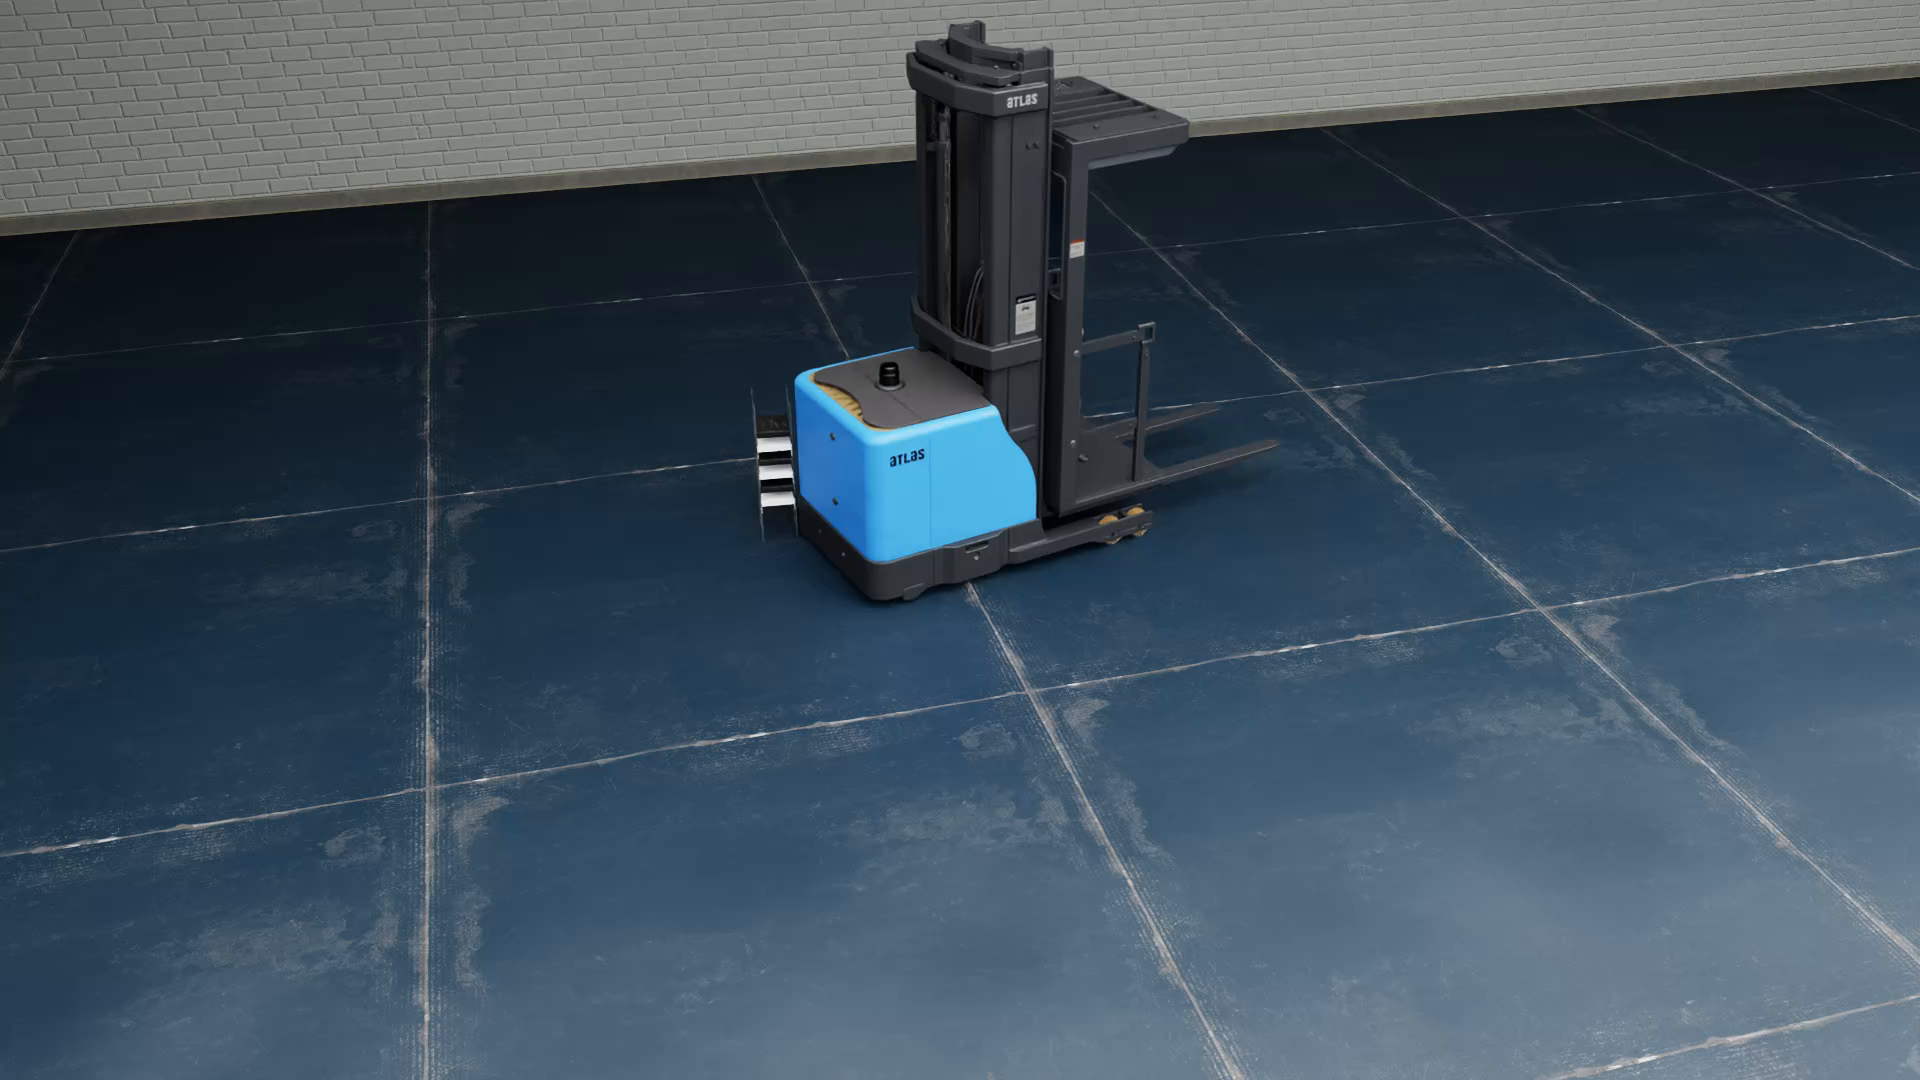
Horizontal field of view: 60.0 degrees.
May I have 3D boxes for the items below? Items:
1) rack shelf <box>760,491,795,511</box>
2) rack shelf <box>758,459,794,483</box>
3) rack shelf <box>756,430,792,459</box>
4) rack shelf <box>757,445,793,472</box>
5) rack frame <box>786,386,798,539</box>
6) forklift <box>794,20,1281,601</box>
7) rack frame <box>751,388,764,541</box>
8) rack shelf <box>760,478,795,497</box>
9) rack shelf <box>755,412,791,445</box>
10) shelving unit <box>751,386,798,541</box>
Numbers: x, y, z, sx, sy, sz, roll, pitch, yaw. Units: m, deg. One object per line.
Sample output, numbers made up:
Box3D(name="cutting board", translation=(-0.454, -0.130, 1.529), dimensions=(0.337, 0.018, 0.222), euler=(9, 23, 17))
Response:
Box3D(name="rack shelf", translation=(-1.098, -0.264, 9.965), dimensions=(0.200, 0.077, 0.258), euler=(-5, 30, -8))
Box3D(name="rack shelf", translation=(-1.098, -0.420, 9.874), dimensions=(0.200, 0.077, 0.258), euler=(-5, 30, -8))
Box3D(name="rack shelf", translation=(-1.098, -0.575, 9.784), dimensions=(0.200, 0.077, 0.258), euler=(-5, 30, -8))
Box3D(name="rack shelf", translation=(-1.098, -0.498, 9.829), dimensions=(0.200, 0.077, 0.258), euler=(-5, 30, -8))
Box3D(name="rack frame", translation=(-0.998, -0.457, 9.872), dimensions=(0.006, 0.900, 0.240), euler=(-5, 30, -8))
Box3D(name="forklift", translation=(0.572, -1.458, 9.574), dimensions=(3.031, 2.935, 1.130), euler=(-16, 34, -26))
Box3D(name="rack frame", translation=(-1.198, -0.440, 9.843), dimensions=(0.006, 0.900, 0.240), euler=(-5, 30, -8))
Box3D(name="rack shelf", translation=(-1.098, -0.342, 9.920), dimensions=(0.200, 0.077, 0.258), euler=(-5, 30, -8))
Box3D(name="rack shelf", translation=(-1.098, -0.653, 9.739), dimensions=(0.200, 0.077, 0.258), euler=(-5, 30, -8))
Box3D(name="shelving unit", translation=(-1.098, -0.449, 9.858), dimensions=(0.210, 0.900, 0.258), euler=(-5, 30, -8))
